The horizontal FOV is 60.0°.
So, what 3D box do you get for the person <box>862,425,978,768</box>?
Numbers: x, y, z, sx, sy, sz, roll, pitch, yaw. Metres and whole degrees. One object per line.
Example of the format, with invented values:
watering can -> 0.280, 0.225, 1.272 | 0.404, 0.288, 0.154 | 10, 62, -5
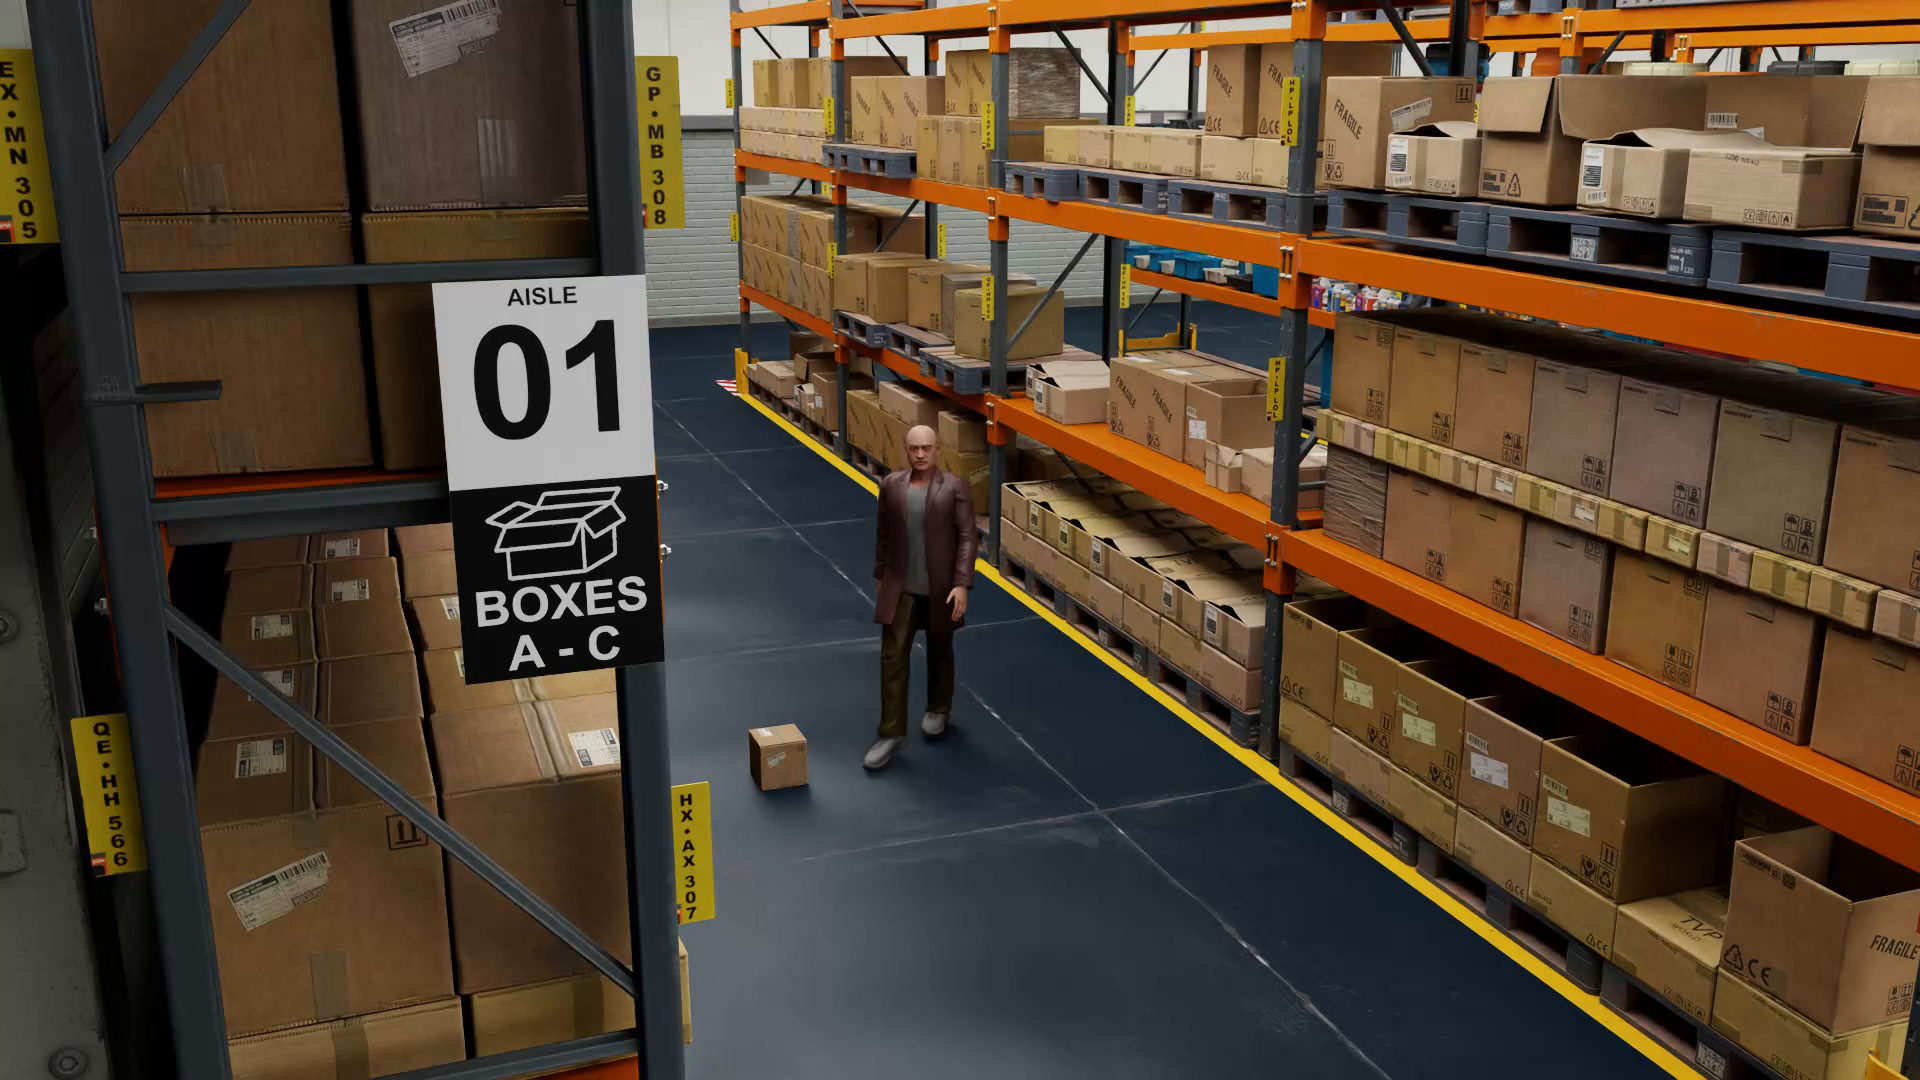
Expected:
person -> -0.220, 0.277, 8.970 | 0.610, 1.755, 0.878 | 2, 16, 9
